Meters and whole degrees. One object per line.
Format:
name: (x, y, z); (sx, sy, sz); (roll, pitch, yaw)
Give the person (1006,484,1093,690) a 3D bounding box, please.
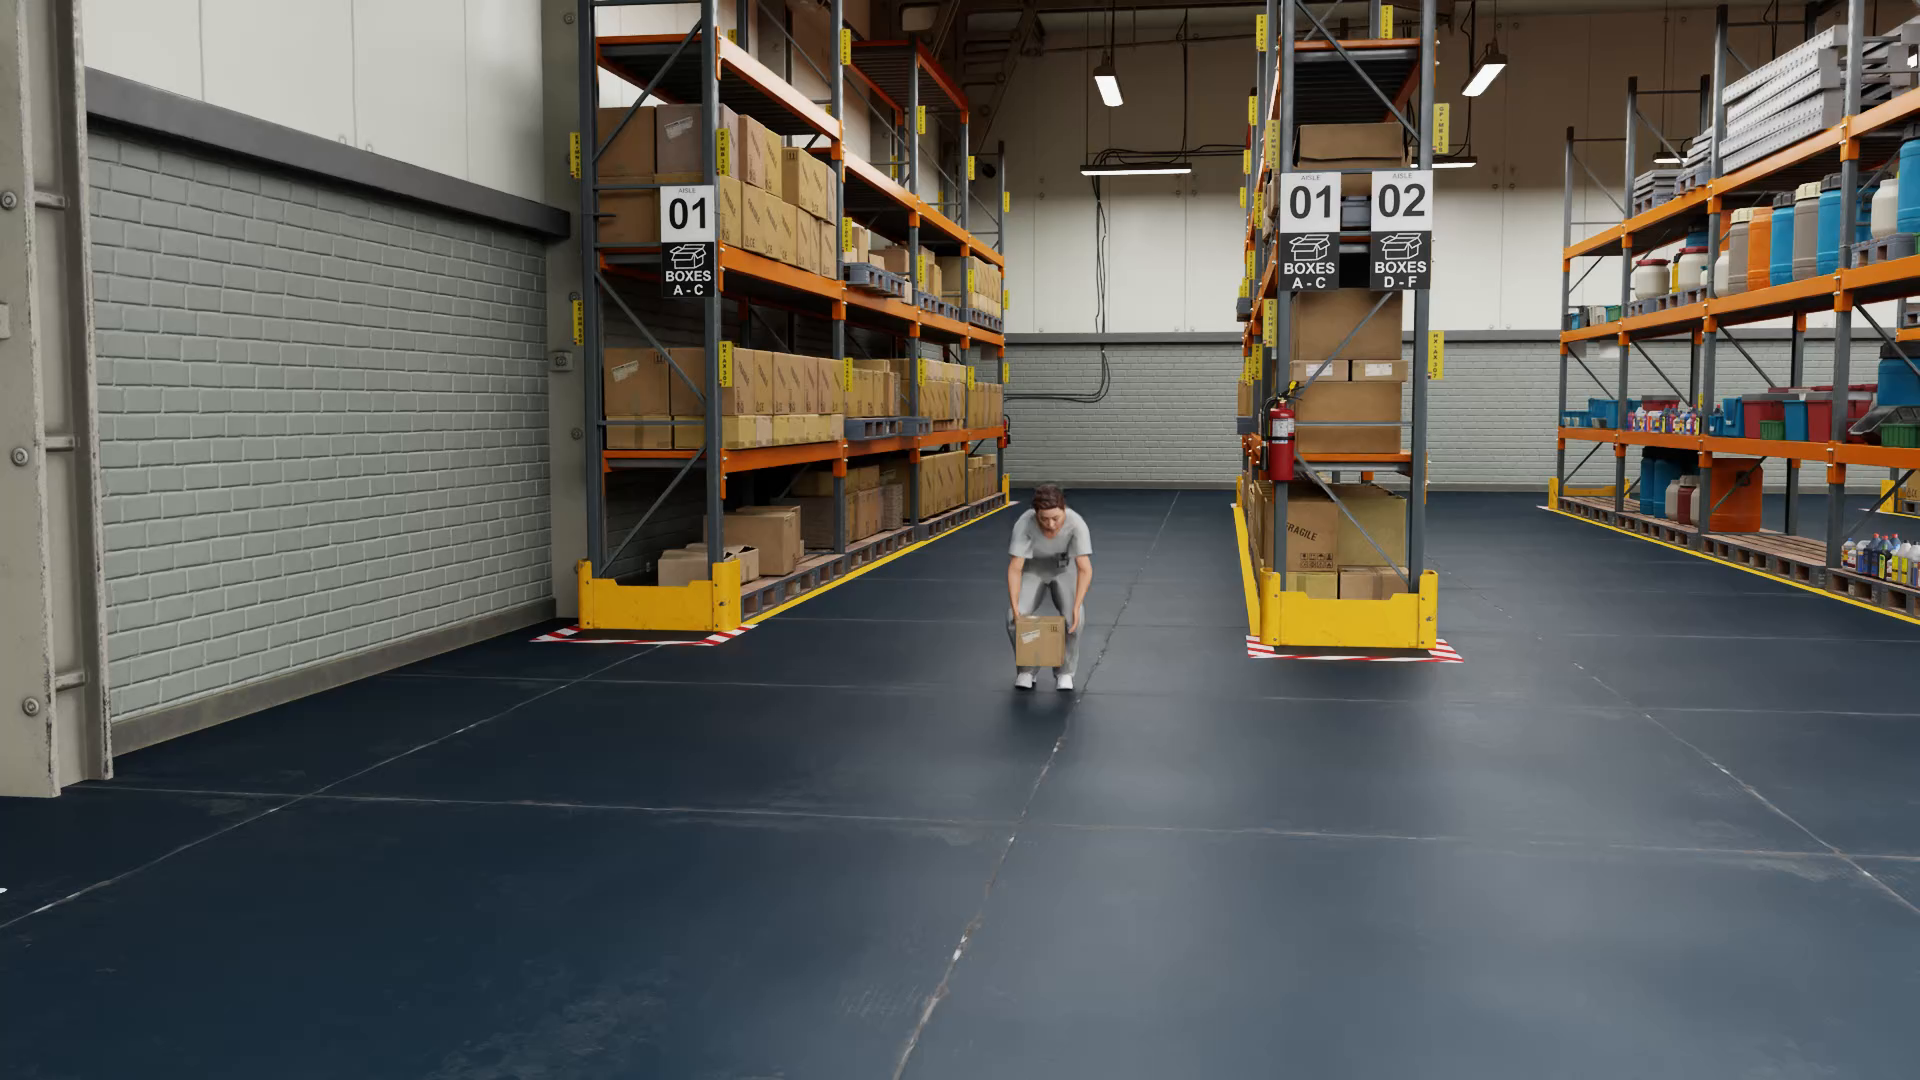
person: (0.525, 0.264, 9.605); (0.495, 1.194, 0.725); (1, 5, 9)
